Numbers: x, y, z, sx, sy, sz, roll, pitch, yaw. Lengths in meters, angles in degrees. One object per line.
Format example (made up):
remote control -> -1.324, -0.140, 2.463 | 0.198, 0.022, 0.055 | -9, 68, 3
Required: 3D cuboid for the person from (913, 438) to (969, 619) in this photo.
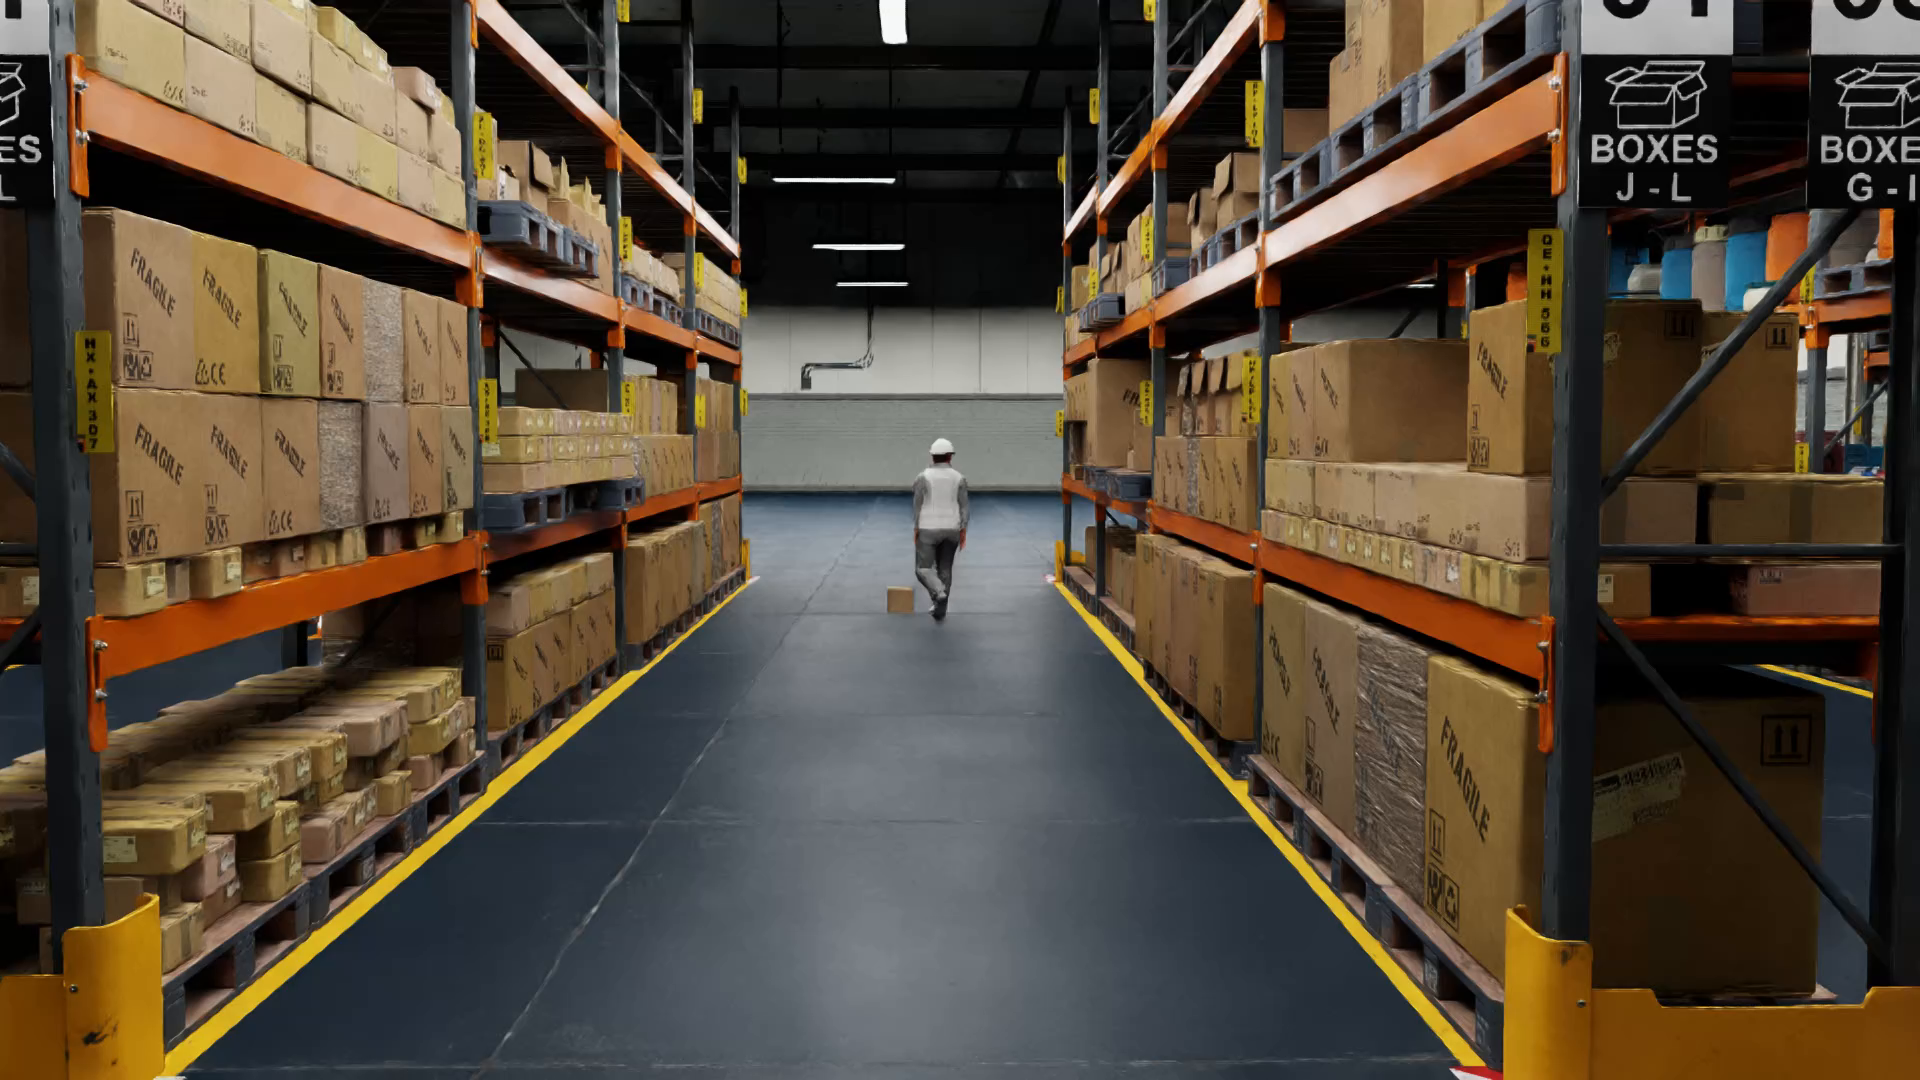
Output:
person -> -0.192, -0.098, 16.053 | 0.544, 1.766, 0.803 | -1, 4, -20
